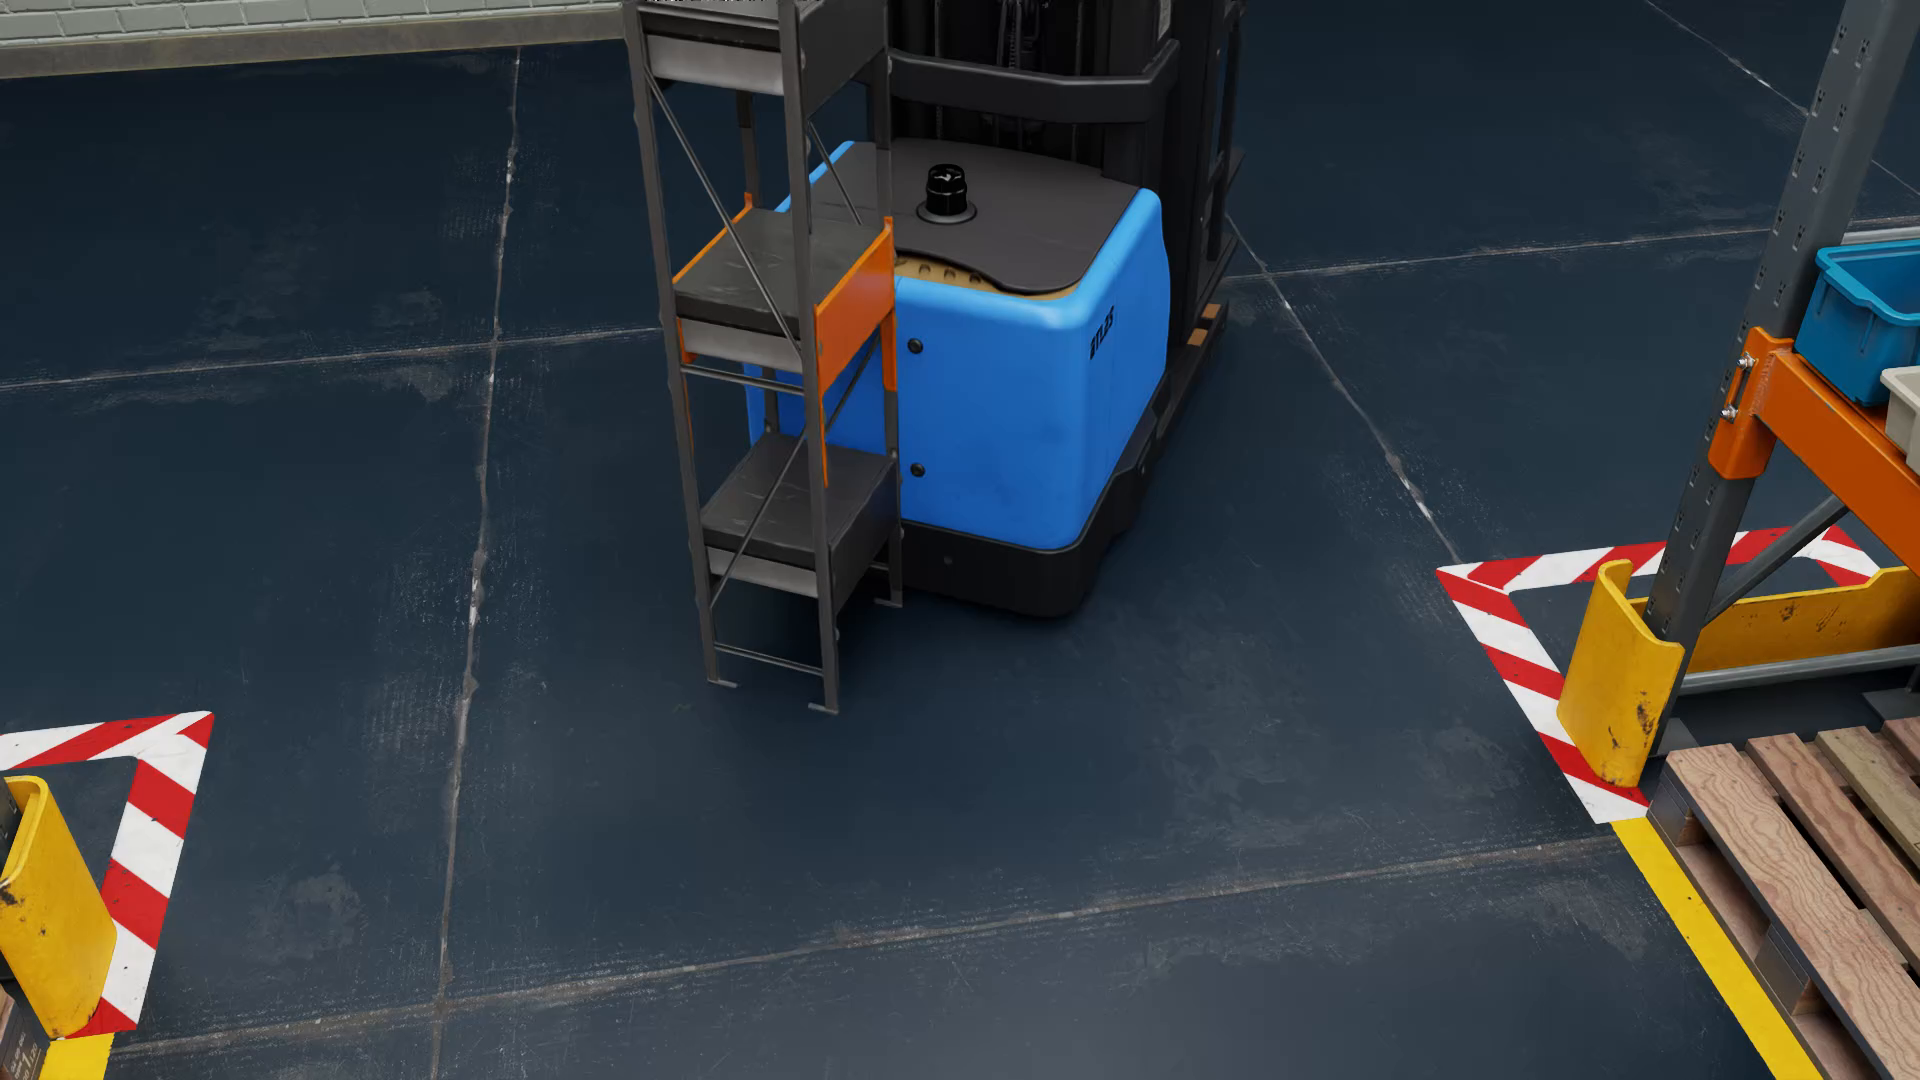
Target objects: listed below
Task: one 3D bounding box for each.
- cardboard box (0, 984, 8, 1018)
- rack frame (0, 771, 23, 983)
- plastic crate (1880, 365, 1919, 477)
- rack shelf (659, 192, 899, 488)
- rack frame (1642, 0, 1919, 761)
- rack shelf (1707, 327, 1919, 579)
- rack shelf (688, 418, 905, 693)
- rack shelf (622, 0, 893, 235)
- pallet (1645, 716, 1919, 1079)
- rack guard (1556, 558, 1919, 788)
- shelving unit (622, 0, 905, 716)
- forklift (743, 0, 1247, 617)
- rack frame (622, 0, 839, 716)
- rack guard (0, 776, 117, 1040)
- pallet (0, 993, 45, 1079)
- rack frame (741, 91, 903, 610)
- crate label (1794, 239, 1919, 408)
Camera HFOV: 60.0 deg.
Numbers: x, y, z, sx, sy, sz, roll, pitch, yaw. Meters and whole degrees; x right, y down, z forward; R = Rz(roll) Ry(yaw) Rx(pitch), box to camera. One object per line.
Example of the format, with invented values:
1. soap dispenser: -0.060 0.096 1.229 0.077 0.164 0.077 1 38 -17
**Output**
1. cardboard box: -2.269 0.972 3.233 0.500 0.500 0.500 -6 38 -8
2. rack frame: -2.606 -0.144 2.990 1.000 3.000 0.127 -6 38 -8
3. plastic crate: 1.965 -0.207 3.237 0.250 0.136 0.298 -6 38 -8
4. rack shelf: -0.444 -0.515 4.224 0.431 0.518 0.480 13 40 16
5. rack frame: 2.271 -0.674 3.673 1.000 3.000 0.127 -6 38 -8
6. rack shelf: 2.622 0.818 2.339 1.077 0.370 4.000 -6 38 -8
7. rack shelf: -0.444 0.038 4.653 0.431 0.518 0.480 13 40 16
8. rack shelf: -0.444 -1.068 3.794 0.431 0.518 0.480 13 40 16
9. pallet: 2.377 0.929 3.882 1.003 0.211 1.213 -6 38 -8
10. rack guard: 2.254 0.300 4.457 1.175 0.500 0.348 -6 38 -8
11. shelving unit: -0.444 -0.526 4.215 0.431 2.100 0.503 13 40 16
12. forklift: 0.353 -1.838 5.227 1.130 2.935 3.031 13 40 16
13. rack frame: -0.527 -0.385 4.034 0.400 2.100 0.015 13 40 16
14. rack guard: -2.593 0.889 3.698 1.175 0.500 0.348 -6 38 -8
15. pallet: -2.452 1.485 3.167 1.003 0.211 1.213 -6 38 -8
16. rack frame: -0.360 -0.666 4.396 0.400 2.100 0.015 13 40 16
17. crate label: 1.990 -0.447 3.468 0.416 0.233 0.303 -6 38 -8
